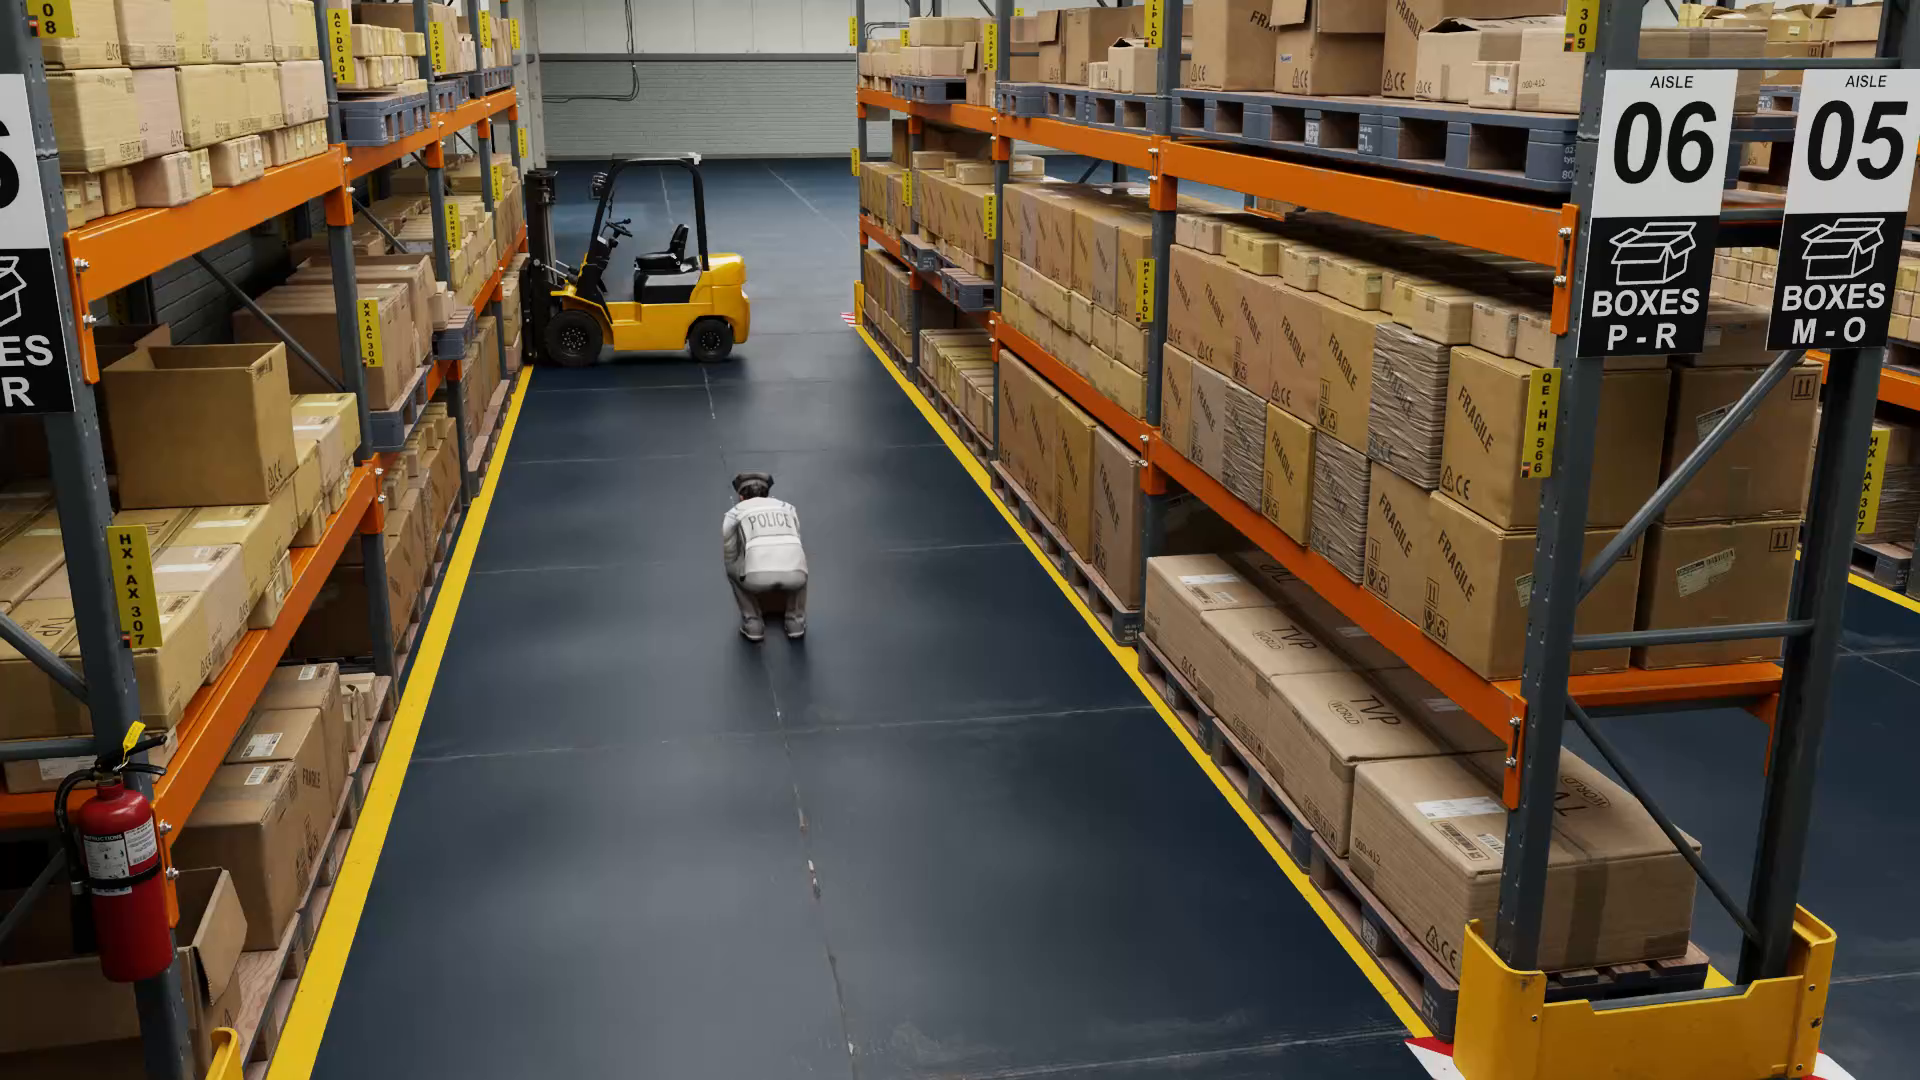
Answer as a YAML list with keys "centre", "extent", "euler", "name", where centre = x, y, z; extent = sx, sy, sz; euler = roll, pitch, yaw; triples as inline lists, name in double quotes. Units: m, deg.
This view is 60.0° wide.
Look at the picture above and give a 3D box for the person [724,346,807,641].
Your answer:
- centre: [-1.094, -0.276, 9.422]
  extent: [0.461, 1.687, 0.563]
  euler: [-3, 17, -10]
  name: "person"
